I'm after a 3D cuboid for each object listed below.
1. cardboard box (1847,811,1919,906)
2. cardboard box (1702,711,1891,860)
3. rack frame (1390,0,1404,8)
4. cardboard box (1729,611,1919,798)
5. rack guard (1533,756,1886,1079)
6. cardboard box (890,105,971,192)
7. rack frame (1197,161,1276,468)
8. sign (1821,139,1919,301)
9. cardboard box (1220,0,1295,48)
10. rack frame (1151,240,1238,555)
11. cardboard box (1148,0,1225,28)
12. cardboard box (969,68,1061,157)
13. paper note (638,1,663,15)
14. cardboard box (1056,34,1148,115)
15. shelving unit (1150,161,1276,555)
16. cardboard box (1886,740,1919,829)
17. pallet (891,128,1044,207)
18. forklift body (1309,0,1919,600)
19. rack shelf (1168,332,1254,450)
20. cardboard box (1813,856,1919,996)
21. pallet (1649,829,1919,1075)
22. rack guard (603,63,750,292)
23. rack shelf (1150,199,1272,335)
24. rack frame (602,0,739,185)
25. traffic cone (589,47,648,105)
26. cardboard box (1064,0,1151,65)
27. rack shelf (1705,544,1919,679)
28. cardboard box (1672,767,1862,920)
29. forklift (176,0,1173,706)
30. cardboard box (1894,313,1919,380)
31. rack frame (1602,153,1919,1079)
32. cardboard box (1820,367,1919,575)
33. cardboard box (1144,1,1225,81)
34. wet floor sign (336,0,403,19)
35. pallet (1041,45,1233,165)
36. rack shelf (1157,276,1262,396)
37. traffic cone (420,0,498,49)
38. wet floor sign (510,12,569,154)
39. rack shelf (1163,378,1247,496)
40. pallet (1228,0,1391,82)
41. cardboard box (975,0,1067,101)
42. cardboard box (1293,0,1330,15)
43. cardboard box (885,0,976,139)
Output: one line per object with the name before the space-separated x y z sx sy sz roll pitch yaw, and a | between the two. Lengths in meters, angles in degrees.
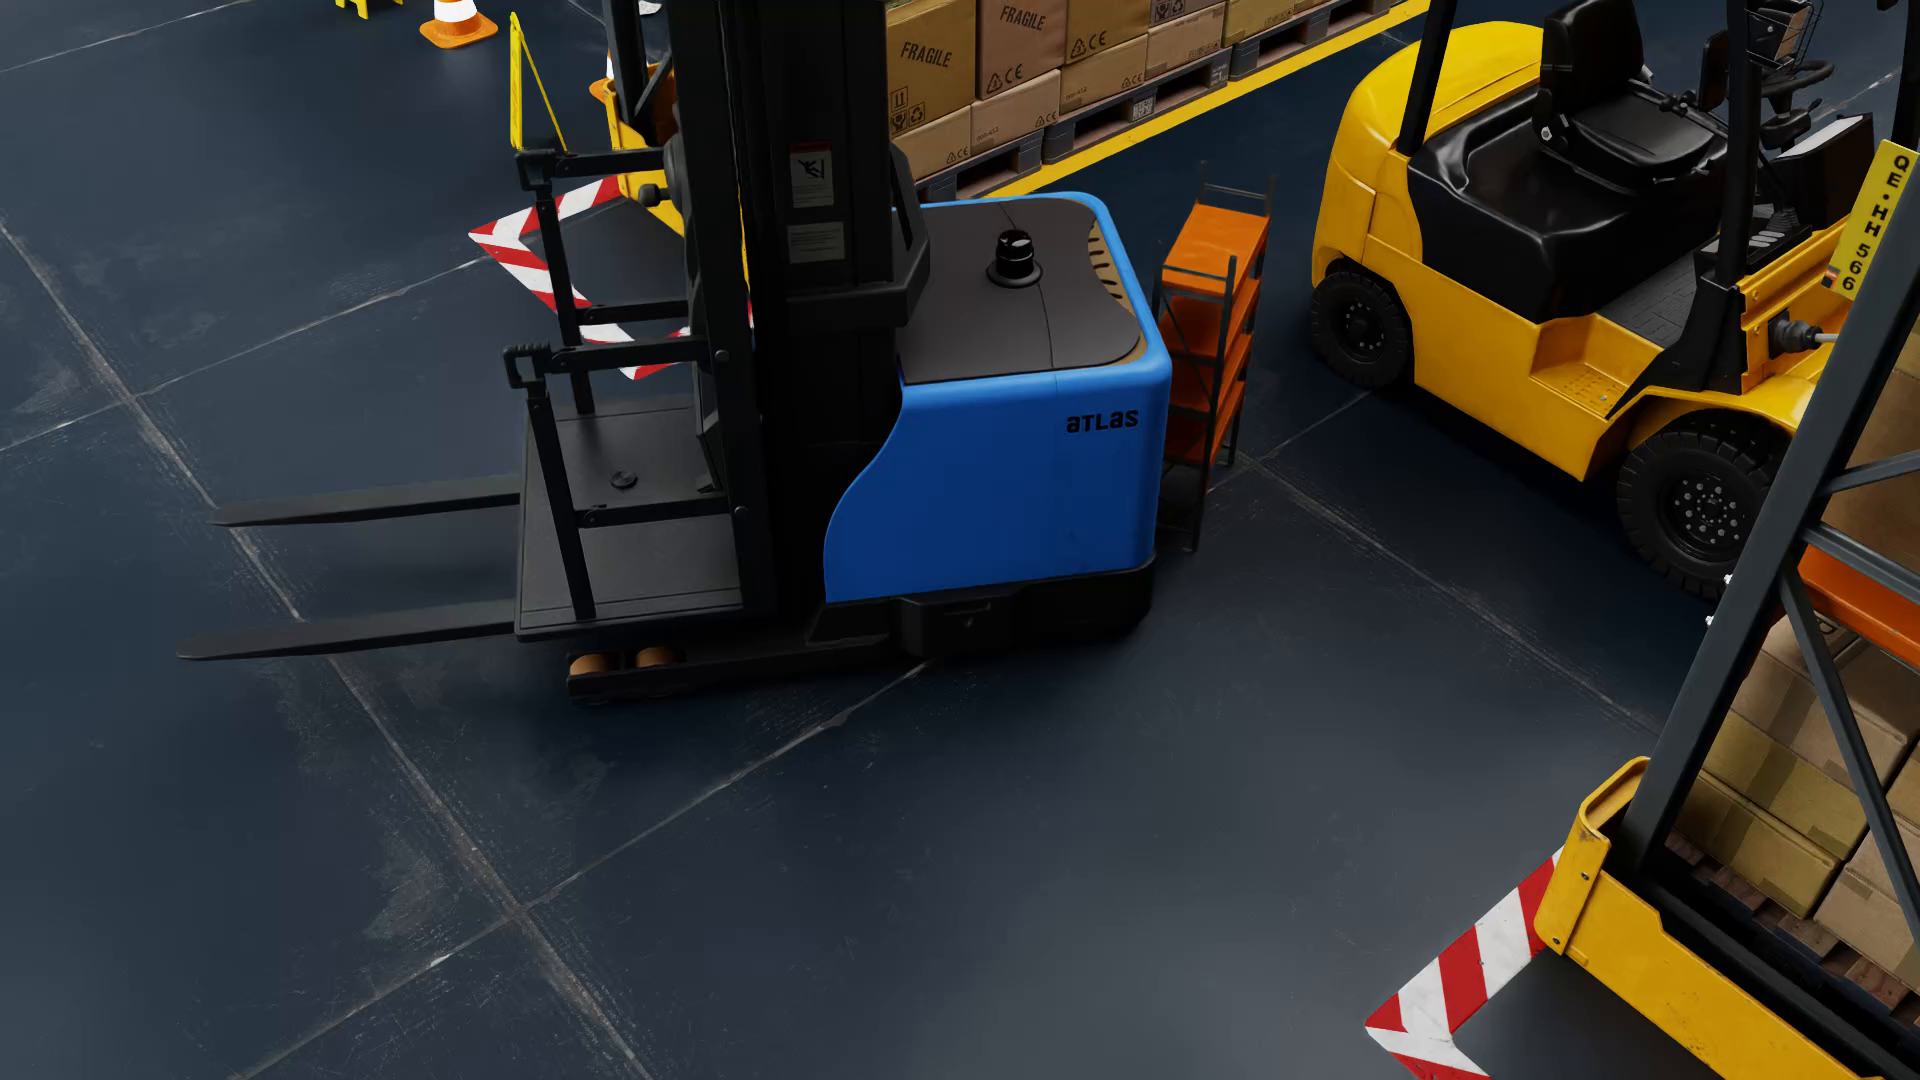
cardboard box | 2.582 0.767 4.079 0.500 0.250 0.500 -29 50 -27
cardboard box | 2.261 0.486 4.378 0.500 0.250 0.500 -30 51 -28
rack frame | 1.969 -4.165 7.993 0.127 3.000 1.000 -30 51 -28
cardboard box | 2.241 0.316 4.194 0.500 0.250 0.500 -28 50 -27
rack guard | 2.070 1.119 4.194 0.348 0.500 1.175 -30 51 -28
cardboard box | -0.303 -1.768 7.143 0.500 0.250 0.500 -30 51 -28
rack frame | 0.878 -0.733 5.654 0.240 1.200 0.015 15 45 15
sign | 1.751 -0.602 3.182 0.005 0.325 0.100 -30 51 -28
cardboard box | 1.286 -2.676 8.109 0.500 0.250 0.500 -31 51 -29
rack frame | 0.701 -0.422 5.322 0.240 1.200 0.015 15 45 15
cardboard box | 0.908 -2.739 7.629 0.500 0.500 0.500 -27 50 -26
cardboard box | 0.093 -1.988 7.377 0.500 0.250 0.500 -28 50 -27
paper note | -1.651 -2.786 8.694 0.148 0.019 0.142 22 47 21
cardboard box | 0.504 -2.234 7.640 0.500 0.250 0.500 -26 49 -25
shelving unit | 0.790 -0.577 5.488 0.258 1.200 0.503 15 45 15
cardboard box | 2.578 0.570 3.923 0.500 0.250 0.500 -31 51 -28
pallet | -0.395 -1.763 7.473 1.213 0.211 1.003 -30 51 -28
forklift body | 2.372 -1.284 5.547 1.214 2.155 2.313 -30 51 -28
rack shelf | 0.790 -0.528 5.534 0.258 0.148 0.480 15 45 15
cardboard box | 2.591 0.933 4.267 0.500 0.250 0.500 -30 51 -28
pallet | 2.648 0.856 4.685 1.213 0.211 1.003 -30 51 -28
rack guard | -1.041 -1.530 7.014 0.348 0.500 1.175 -30 51 -28
rack shelf | 0.790 -0.864 5.219 0.258 0.148 0.480 15 45 15
rack frame | -1.099 -2.408 6.123 0.127 3.000 1.000 -30 51 -28
traffic cone | -1.597 -2.349 7.914 0.334 0.463 0.336 -30 51 -28
cardboard box | 0.503 -2.500 7.375 0.500 0.500 0.500 -29 50 -27
rack shelf | 3.622 -0.419 4.531 4.000 0.370 1.077 -30 51 -28
cardboard box | 2.246 0.674 4.543 0.500 0.250 0.500 -29 51 -28
forklift | -0.939 -0.943 4.613 3.031 2.935 1.130 -6 44 -7
cardboard box | 2.175 -0.375 3.412 0.250 0.149 0.380 -29 50 -27
rack frame | 2.088 0.197 3.349 0.127 3.000 1.000 -30 51 -28
cardboard box | 2.297 -0.193 3.692 0.500 0.500 0.500 -31 51 -29
cardboard box | 0.893 -2.455 7.874 0.500 0.250 0.500 -29 50 -27
wet floor sign | -3.104 -3.052 8.528 0.267 0.644 0.232 30 51 28
pallet | 0.540 -2.296 8.041 1.213 0.211 1.003 -30 51 -28
rack shelf | 0.790 -0.691 5.381 0.258 0.148 0.480 15 45 15
traffic cone | -2.570 -2.783 8.375 0.334 0.463 0.336 -30 51 -28
wet floor sign | -1.931 -2.028 7.438 0.232 0.644 0.267 -14 45 -14
rack shelf | 0.790 -0.383 5.670 0.258 0.148 0.480 15 45 15
pallet | 1.477 -2.835 8.614 1.213 0.211 1.003 -30 51 -28
cardboard box | 0.113 -2.284 7.145 0.500 0.500 0.500 -32 52 -29
cardboard box | 1.688 -2.915 8.364 0.500 0.250 0.500 -28 50 -26
cardboard box | -0.285 -2.052 6.898 0.500 0.500 0.500 -32 52 -29
